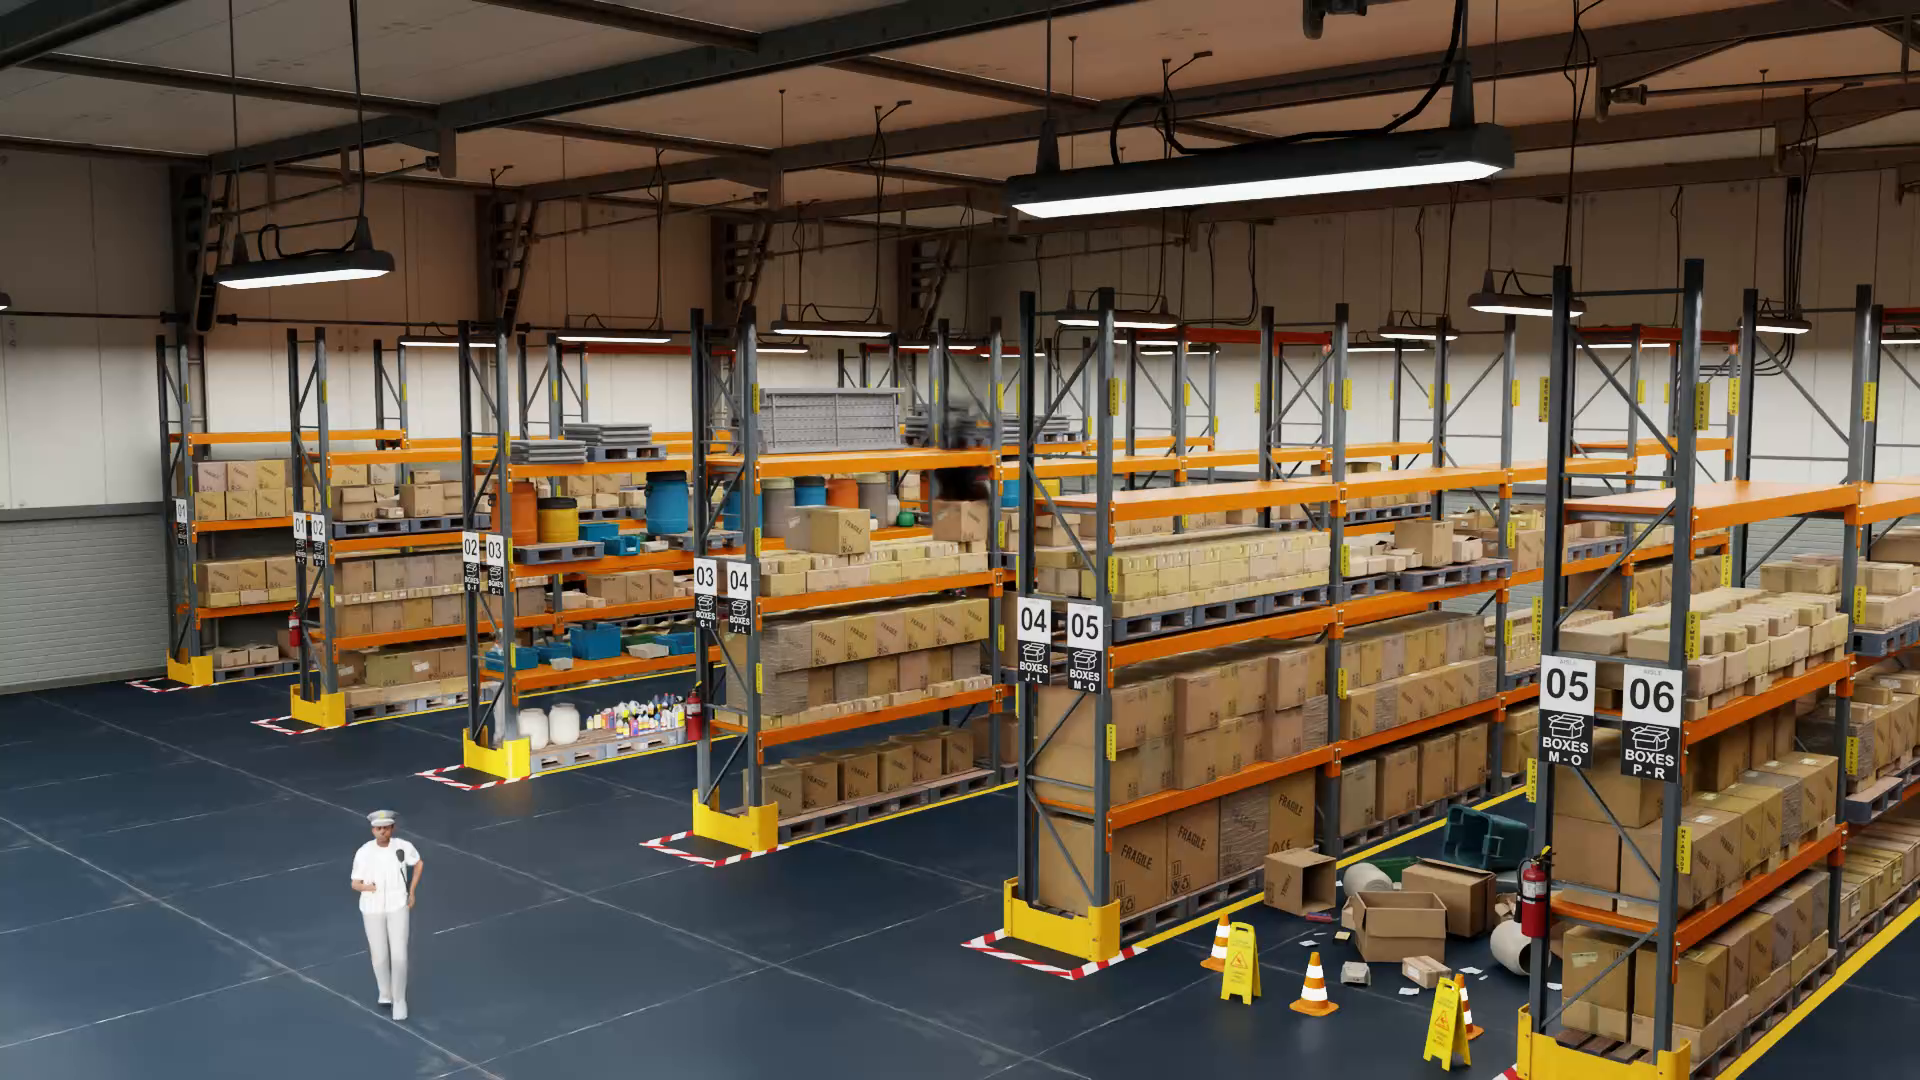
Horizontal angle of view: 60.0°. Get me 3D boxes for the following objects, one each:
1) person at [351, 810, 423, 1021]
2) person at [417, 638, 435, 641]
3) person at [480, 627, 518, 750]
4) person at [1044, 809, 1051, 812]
[{"bbox_3d":[-4.678,3.056,13.592,0.553,1.742,0.681,-1,6,-15],"label":"person"},{"bbox_3d":[-9.207,1.654,28.637,0.612,1.648,0.555,5,7,41],"label":"person"},{"bbox_3d":[-6.523,2.102,23.810,0.592,1.718,0.747,4,7,36],"label":"person"},{"bbox_3d":[1.061,2.662,18.642,0.547,1.545,0.552,3,6,31],"label":"person"}]
